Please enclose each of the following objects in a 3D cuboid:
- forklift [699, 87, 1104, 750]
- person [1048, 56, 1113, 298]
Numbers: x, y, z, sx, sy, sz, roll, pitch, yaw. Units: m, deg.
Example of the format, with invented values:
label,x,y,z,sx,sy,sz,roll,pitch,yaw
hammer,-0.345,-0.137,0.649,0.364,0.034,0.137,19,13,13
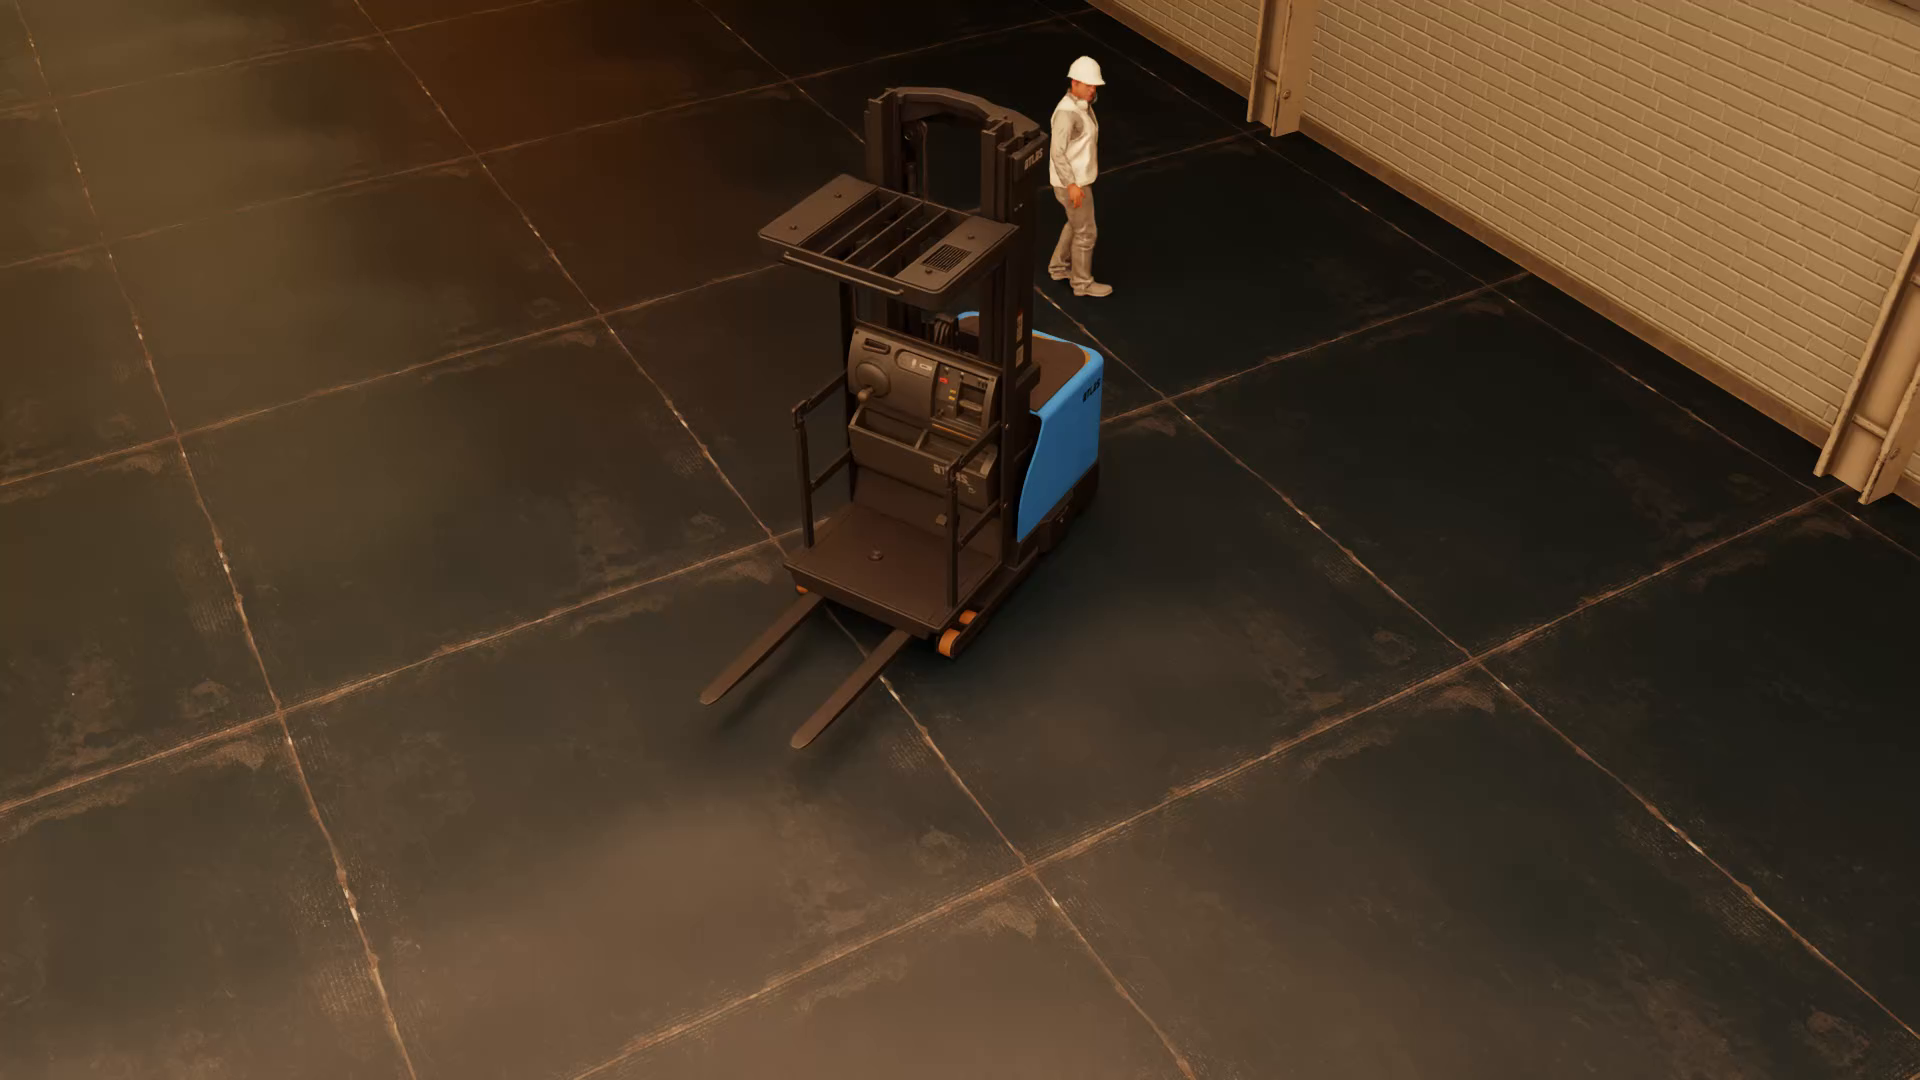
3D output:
label,x,y,z,sx,sy,sz,roll,pitch,yaw
forklift,-0.323,-0.797,8.997,1.130,2.935,3.031,22,44,24
person,0.911,-2.656,12.154,0.525,1.764,0.723,4,40,5
